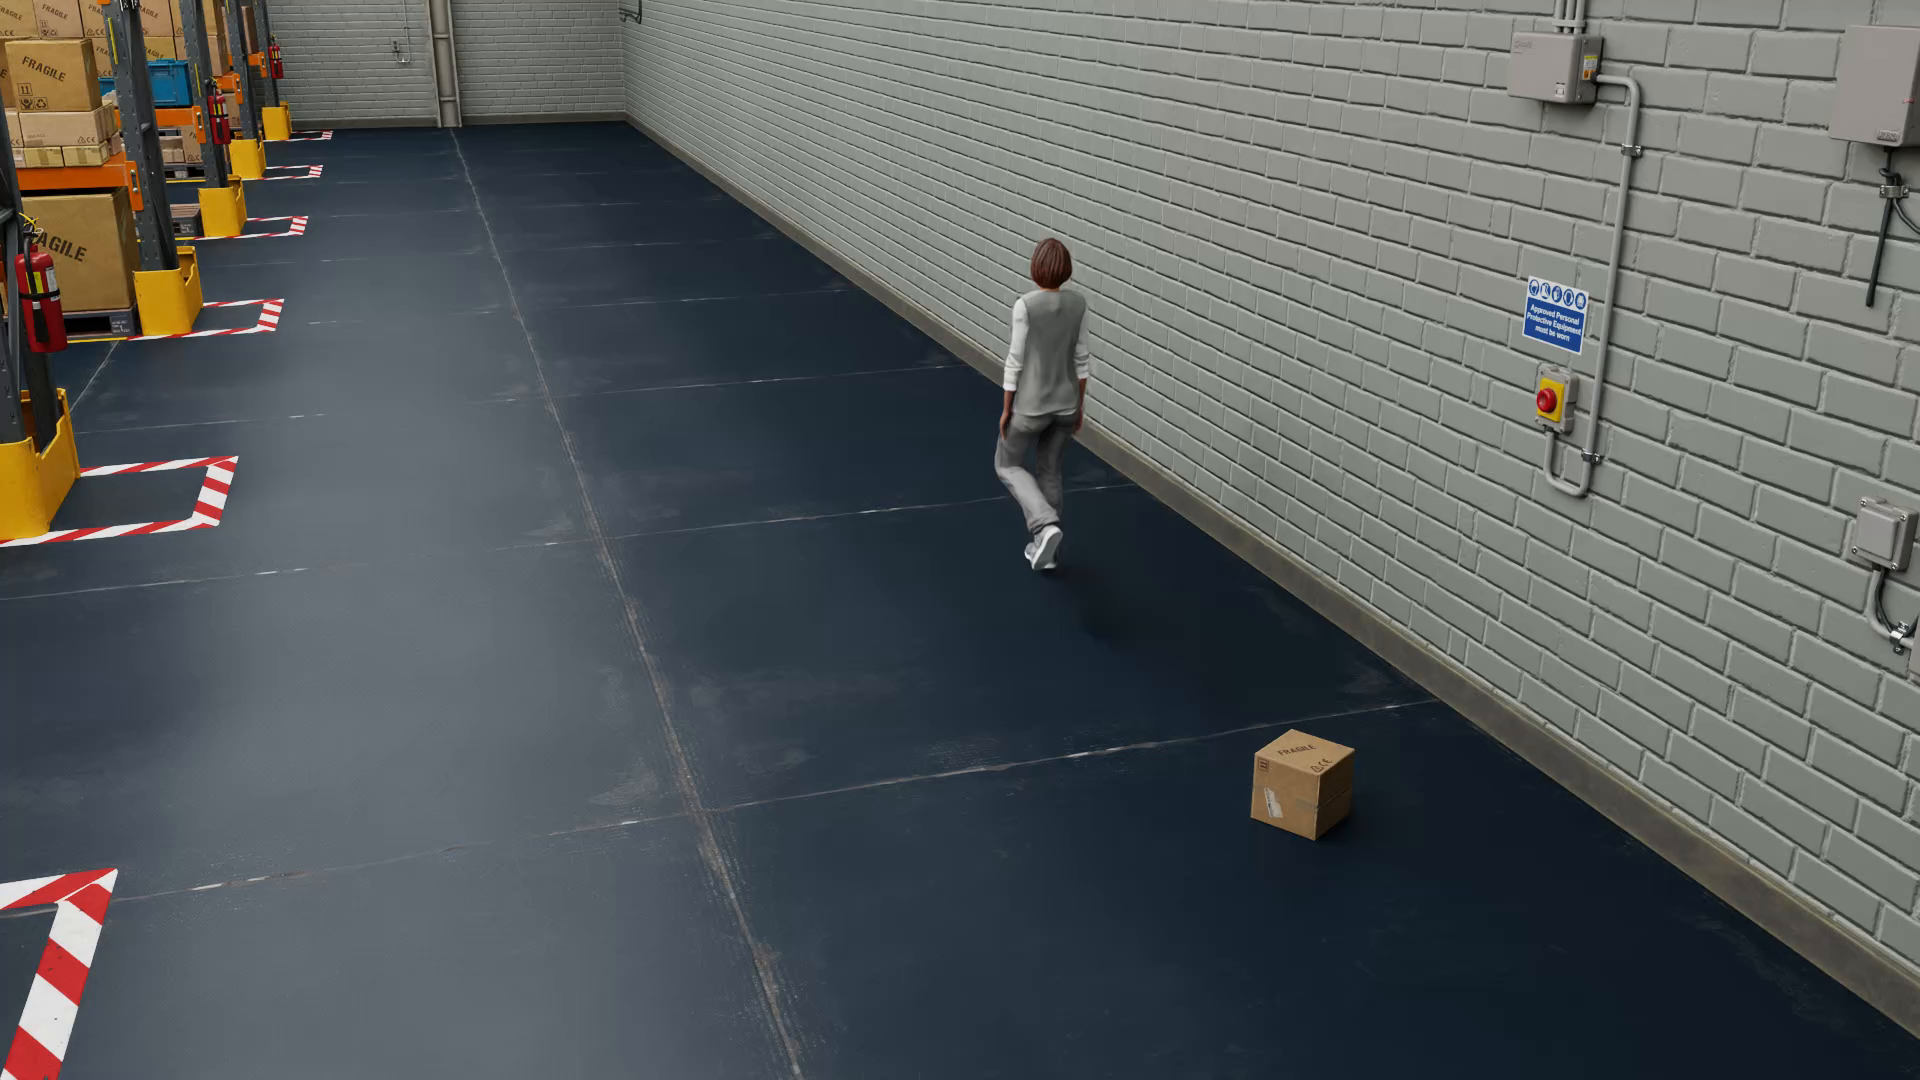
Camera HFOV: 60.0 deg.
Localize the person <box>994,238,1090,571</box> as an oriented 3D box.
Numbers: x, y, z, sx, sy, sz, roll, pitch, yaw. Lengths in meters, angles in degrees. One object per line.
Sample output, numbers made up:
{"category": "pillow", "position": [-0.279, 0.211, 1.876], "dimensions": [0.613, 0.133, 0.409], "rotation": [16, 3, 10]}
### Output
{"category": "person", "position": [0.399, -0.597, 7.697], "dimensions": [0.434, 1.580, 0.487], "rotation": [-9, 21, -23]}
